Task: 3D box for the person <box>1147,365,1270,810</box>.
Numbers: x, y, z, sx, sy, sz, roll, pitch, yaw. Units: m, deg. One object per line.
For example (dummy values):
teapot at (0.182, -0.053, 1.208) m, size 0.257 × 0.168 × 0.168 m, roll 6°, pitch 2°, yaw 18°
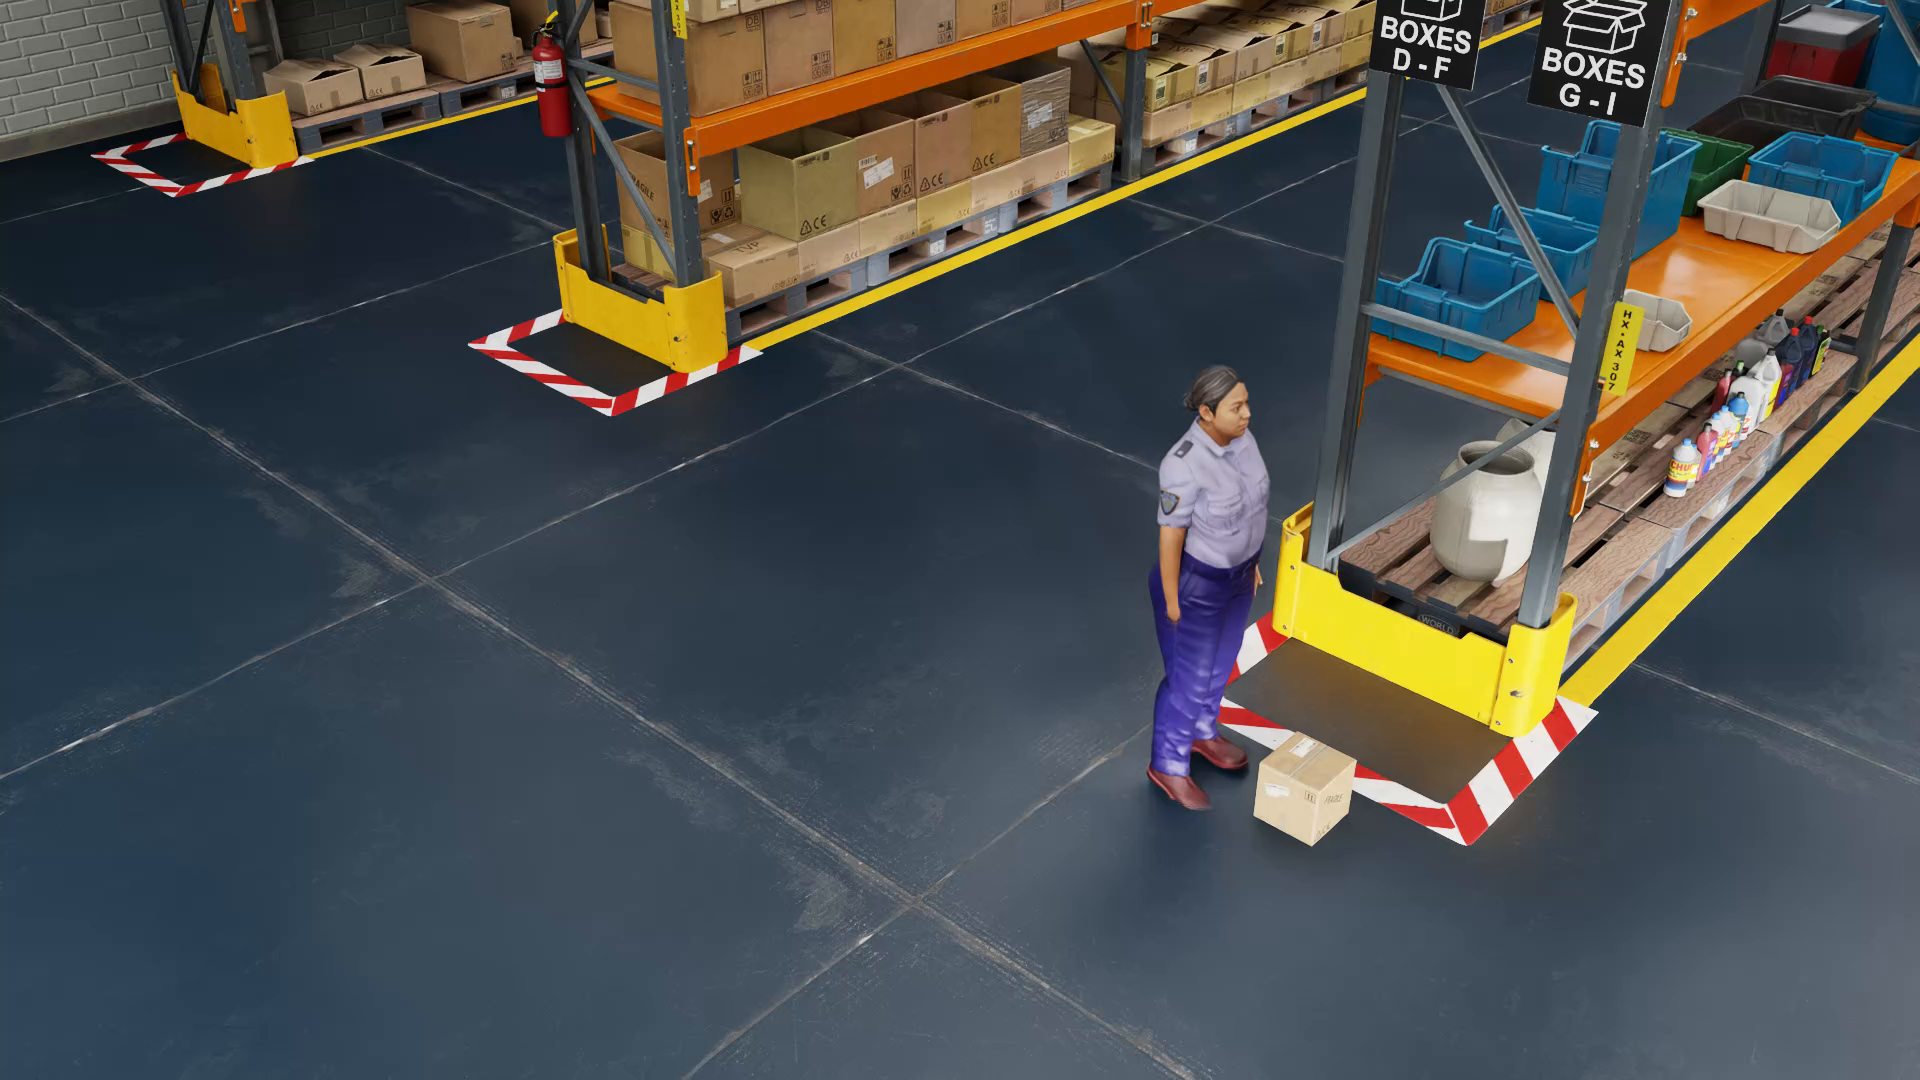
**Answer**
person at (0.899, 0.164, 5.910) m, size 0.379 × 1.686 × 0.478 m, roll 24°, pitch 39°, yaw 33°
